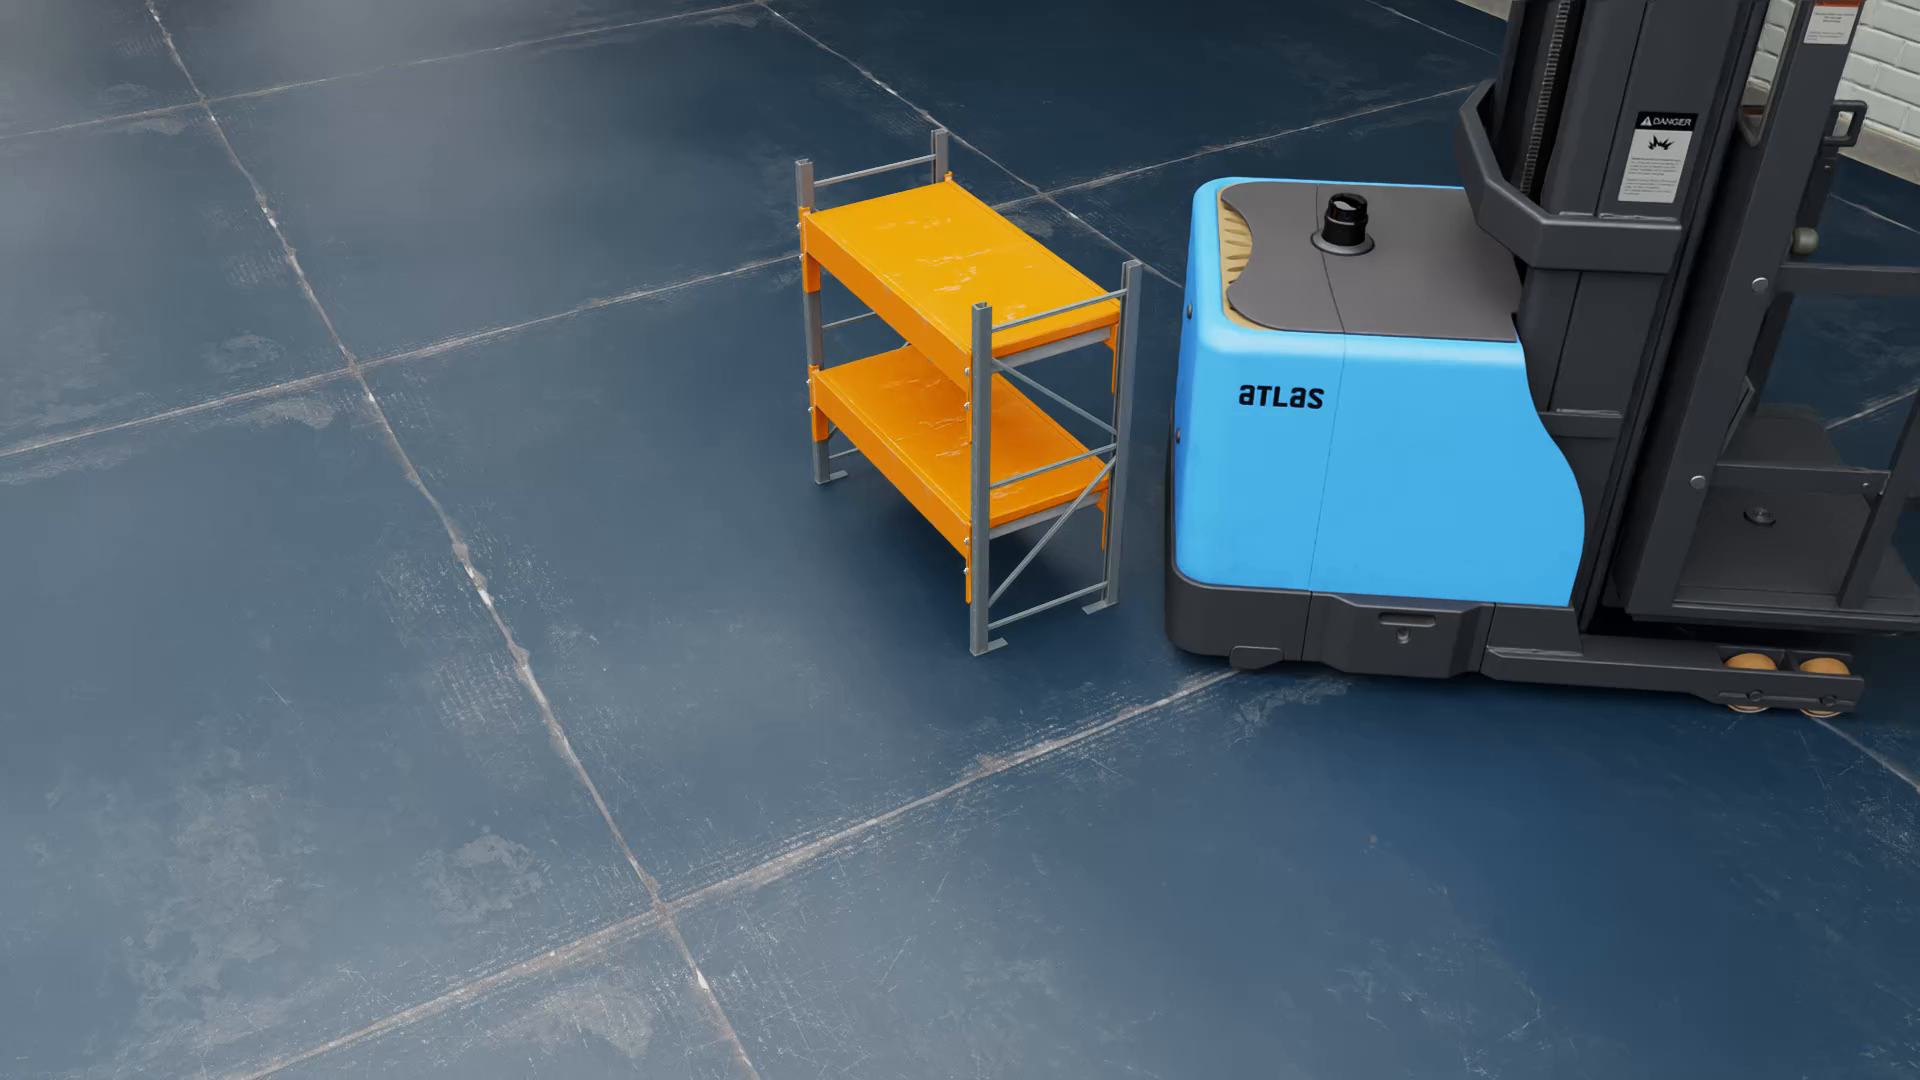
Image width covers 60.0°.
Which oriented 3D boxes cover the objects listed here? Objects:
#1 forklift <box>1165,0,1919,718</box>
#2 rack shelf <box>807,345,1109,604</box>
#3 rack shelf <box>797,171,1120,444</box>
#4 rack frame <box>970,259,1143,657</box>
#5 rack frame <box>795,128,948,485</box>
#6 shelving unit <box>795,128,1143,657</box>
[{"bbox_3d":[2.139,-1.026,4.169,3.031,2.935,1.130,3,36,5],"label":"forklift"},{"bbox_3d":[-0.003,-0.260,5.067,0.538,0.278,1.000,-19,40,-24],"label":"rack shelf"},{"bbox_3d":[-0.003,-0.694,4.750,0.538,0.278,1.000,-19,40,-24],"label":"rack shelf"},{"bbox_3d":[0.252,-0.198,4.568,0.500,1.125,0.032,-19,40,-24],"label":"rack frame"},{"bbox_3d":[-0.259,-0.717,5.278,0.500,1.125,0.032,-19,40,-24],"label":"rack frame"},{"bbox_3d":[-0.003,-0.458,4.923,0.538,1.125,1.048,-19,40,-24],"label":"shelving unit"}]
